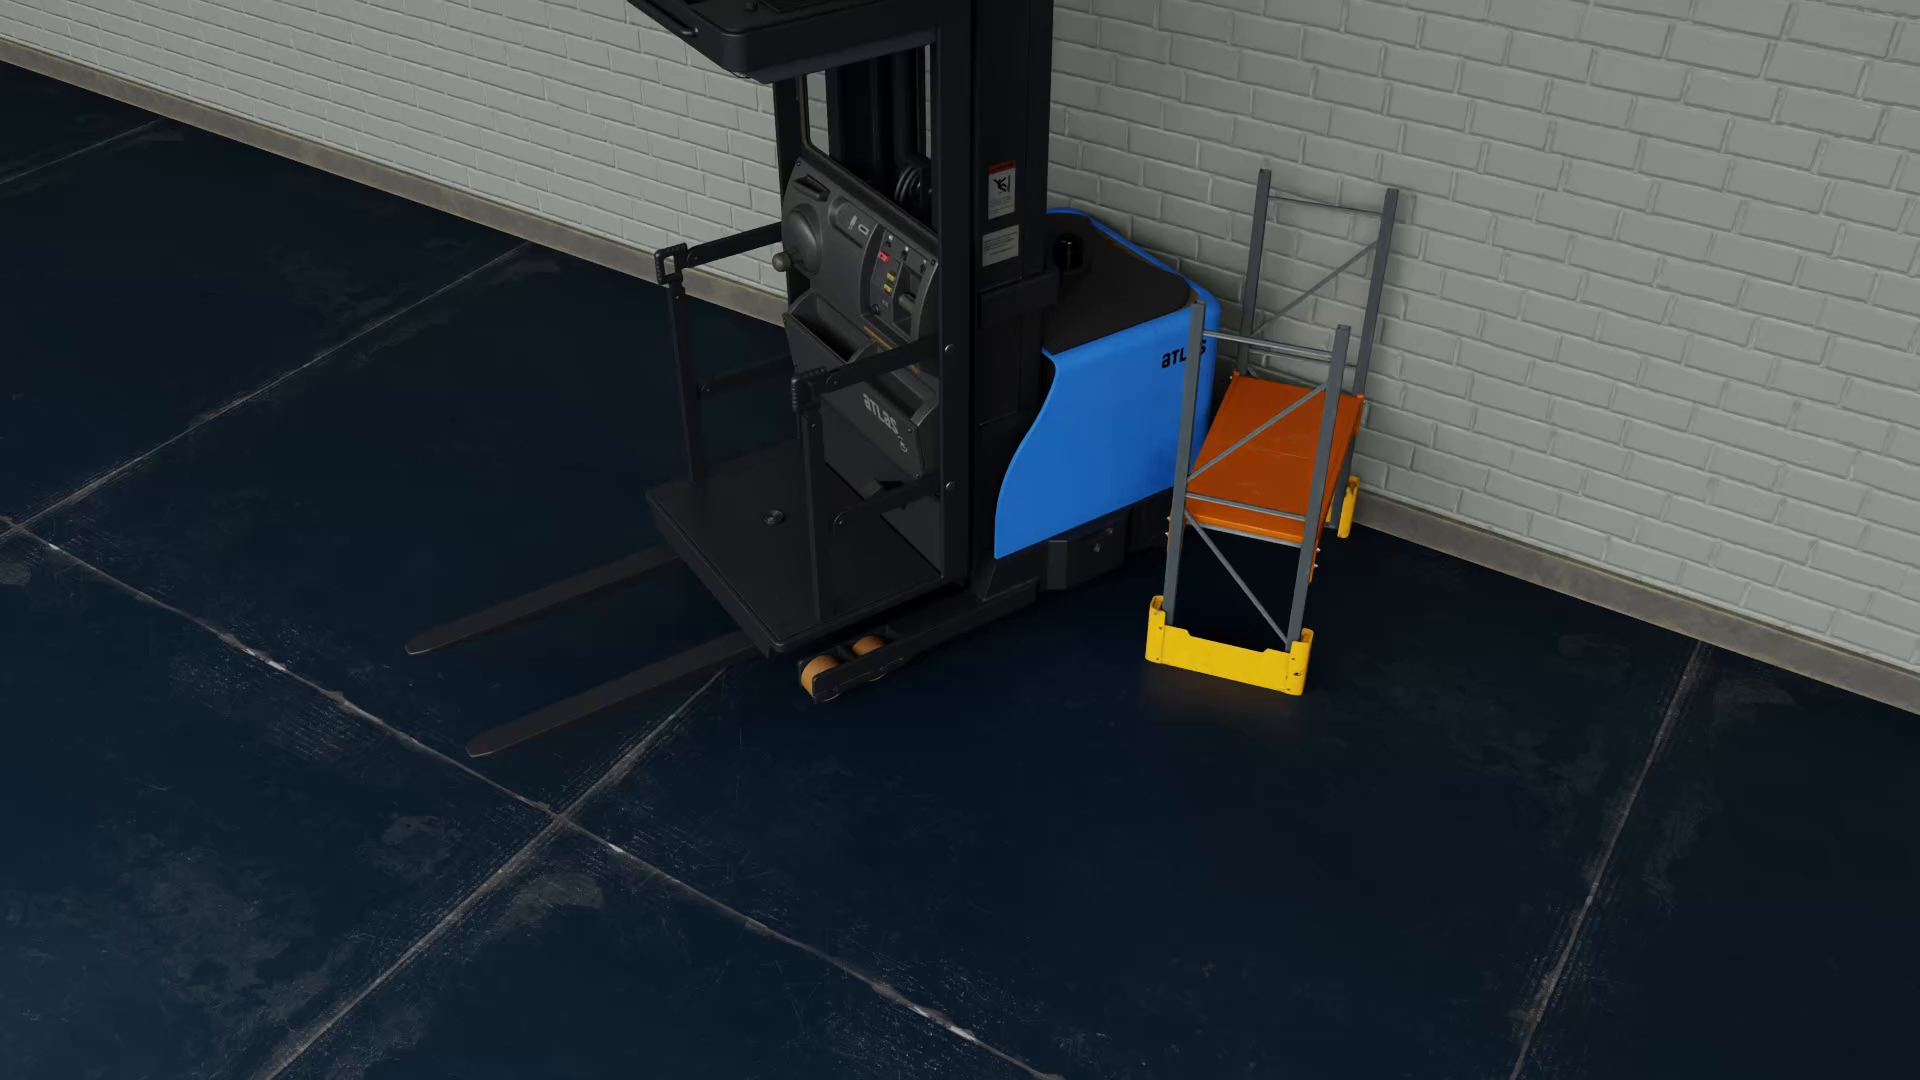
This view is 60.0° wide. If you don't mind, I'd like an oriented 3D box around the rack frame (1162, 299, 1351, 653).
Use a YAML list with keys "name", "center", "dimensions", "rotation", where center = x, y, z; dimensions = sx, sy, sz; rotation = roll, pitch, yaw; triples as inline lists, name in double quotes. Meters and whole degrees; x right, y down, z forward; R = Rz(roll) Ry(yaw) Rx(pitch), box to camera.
- name: "rack frame"
  center: [0.973, -0.112, 5.667]
  dimensions: [0.500, 1.500, 0.032]
  rotation: [13, 39, 16]

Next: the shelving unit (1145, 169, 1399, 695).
- name: "shelving unit"
  center: [1.144, -0.398, 6.038]
  dimensions: [0.587, 1.500, 1.083]
  rotation: [13, 39, 16]

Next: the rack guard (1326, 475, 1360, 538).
- name: "rack guard"
  center: [1.315, -0.189, 6.790]
  dimensions: [0.587, 0.250, 0.087]
  rotation: [13, 39, 16]

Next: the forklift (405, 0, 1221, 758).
- name: "forklift"
  center: [-0.525, -0.949, 5.581]
  dimensions: [3.031, 2.935, 1.130]
  rotation: [-22, 43, -26]

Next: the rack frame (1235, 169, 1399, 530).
- name: "rack frame"
  center: [1.322, -0.695, 6.423]
  dimensions: [0.500, 1.500, 0.032]
  rotation: [13, 39, 16]

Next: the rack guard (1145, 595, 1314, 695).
- name: "rack guard"
  center: [0.973, 0.382, 6.049]
  dimensions: [0.587, 0.250, 0.087]
  rotation: [13, 39, 16]

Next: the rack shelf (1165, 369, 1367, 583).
- name: "rack shelf"
  center: [1.147, -0.261, 6.155]
  dimensions: [0.538, 0.185, 1.000]
  rotation: [13, 39, 16]
